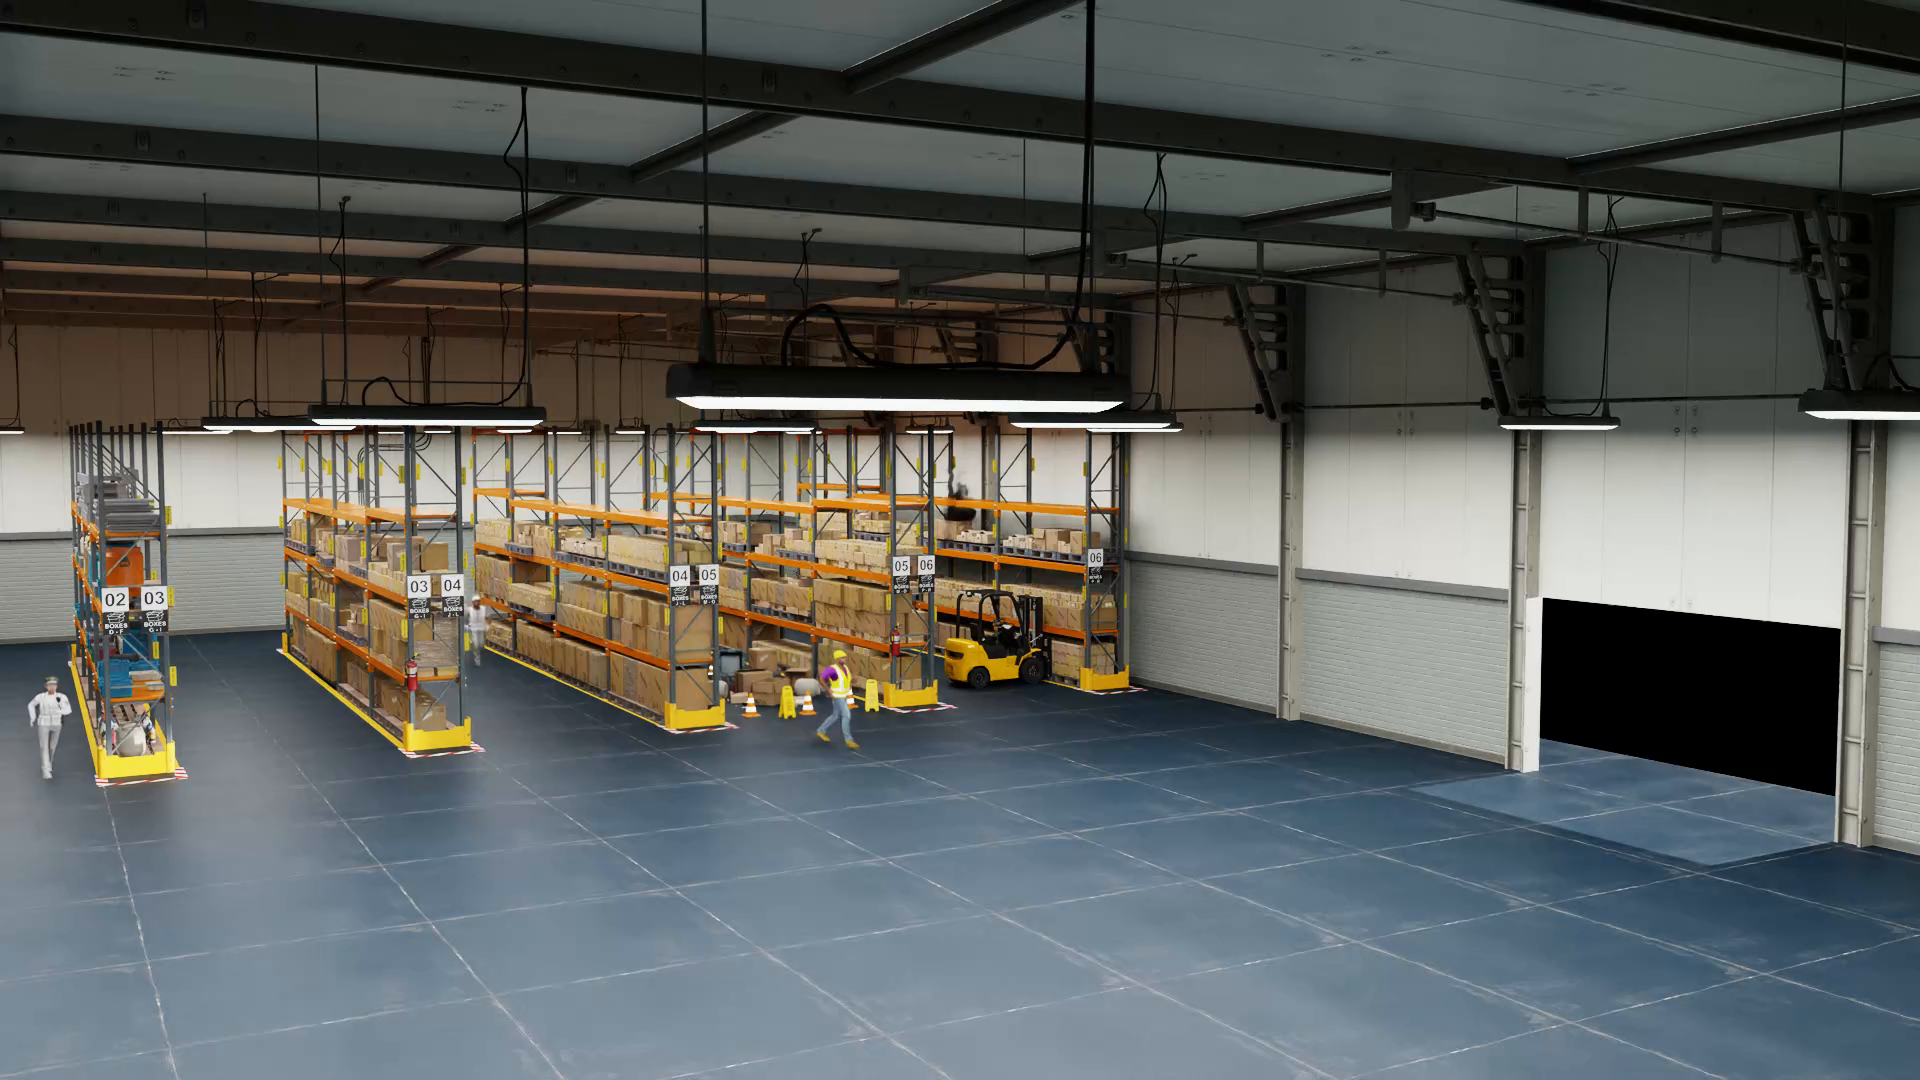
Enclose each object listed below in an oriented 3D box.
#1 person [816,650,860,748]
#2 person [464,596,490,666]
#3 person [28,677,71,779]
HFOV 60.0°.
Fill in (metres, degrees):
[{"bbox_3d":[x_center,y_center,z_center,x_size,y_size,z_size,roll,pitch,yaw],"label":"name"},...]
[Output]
[{"bbox_3d":[-2.245,2.930,30.838,0.902,1.797,0.675,1,4,19],"label":"person"},{"bbox_3d":[-12.198,2.281,41.916,0.706,1.766,0.728,-2,4,-31],"label":"person"},{"bbox_3d":[-15.163,3.116,27.756,0.601,1.661,0.992,-3,4,-37],"label":"person"}]
